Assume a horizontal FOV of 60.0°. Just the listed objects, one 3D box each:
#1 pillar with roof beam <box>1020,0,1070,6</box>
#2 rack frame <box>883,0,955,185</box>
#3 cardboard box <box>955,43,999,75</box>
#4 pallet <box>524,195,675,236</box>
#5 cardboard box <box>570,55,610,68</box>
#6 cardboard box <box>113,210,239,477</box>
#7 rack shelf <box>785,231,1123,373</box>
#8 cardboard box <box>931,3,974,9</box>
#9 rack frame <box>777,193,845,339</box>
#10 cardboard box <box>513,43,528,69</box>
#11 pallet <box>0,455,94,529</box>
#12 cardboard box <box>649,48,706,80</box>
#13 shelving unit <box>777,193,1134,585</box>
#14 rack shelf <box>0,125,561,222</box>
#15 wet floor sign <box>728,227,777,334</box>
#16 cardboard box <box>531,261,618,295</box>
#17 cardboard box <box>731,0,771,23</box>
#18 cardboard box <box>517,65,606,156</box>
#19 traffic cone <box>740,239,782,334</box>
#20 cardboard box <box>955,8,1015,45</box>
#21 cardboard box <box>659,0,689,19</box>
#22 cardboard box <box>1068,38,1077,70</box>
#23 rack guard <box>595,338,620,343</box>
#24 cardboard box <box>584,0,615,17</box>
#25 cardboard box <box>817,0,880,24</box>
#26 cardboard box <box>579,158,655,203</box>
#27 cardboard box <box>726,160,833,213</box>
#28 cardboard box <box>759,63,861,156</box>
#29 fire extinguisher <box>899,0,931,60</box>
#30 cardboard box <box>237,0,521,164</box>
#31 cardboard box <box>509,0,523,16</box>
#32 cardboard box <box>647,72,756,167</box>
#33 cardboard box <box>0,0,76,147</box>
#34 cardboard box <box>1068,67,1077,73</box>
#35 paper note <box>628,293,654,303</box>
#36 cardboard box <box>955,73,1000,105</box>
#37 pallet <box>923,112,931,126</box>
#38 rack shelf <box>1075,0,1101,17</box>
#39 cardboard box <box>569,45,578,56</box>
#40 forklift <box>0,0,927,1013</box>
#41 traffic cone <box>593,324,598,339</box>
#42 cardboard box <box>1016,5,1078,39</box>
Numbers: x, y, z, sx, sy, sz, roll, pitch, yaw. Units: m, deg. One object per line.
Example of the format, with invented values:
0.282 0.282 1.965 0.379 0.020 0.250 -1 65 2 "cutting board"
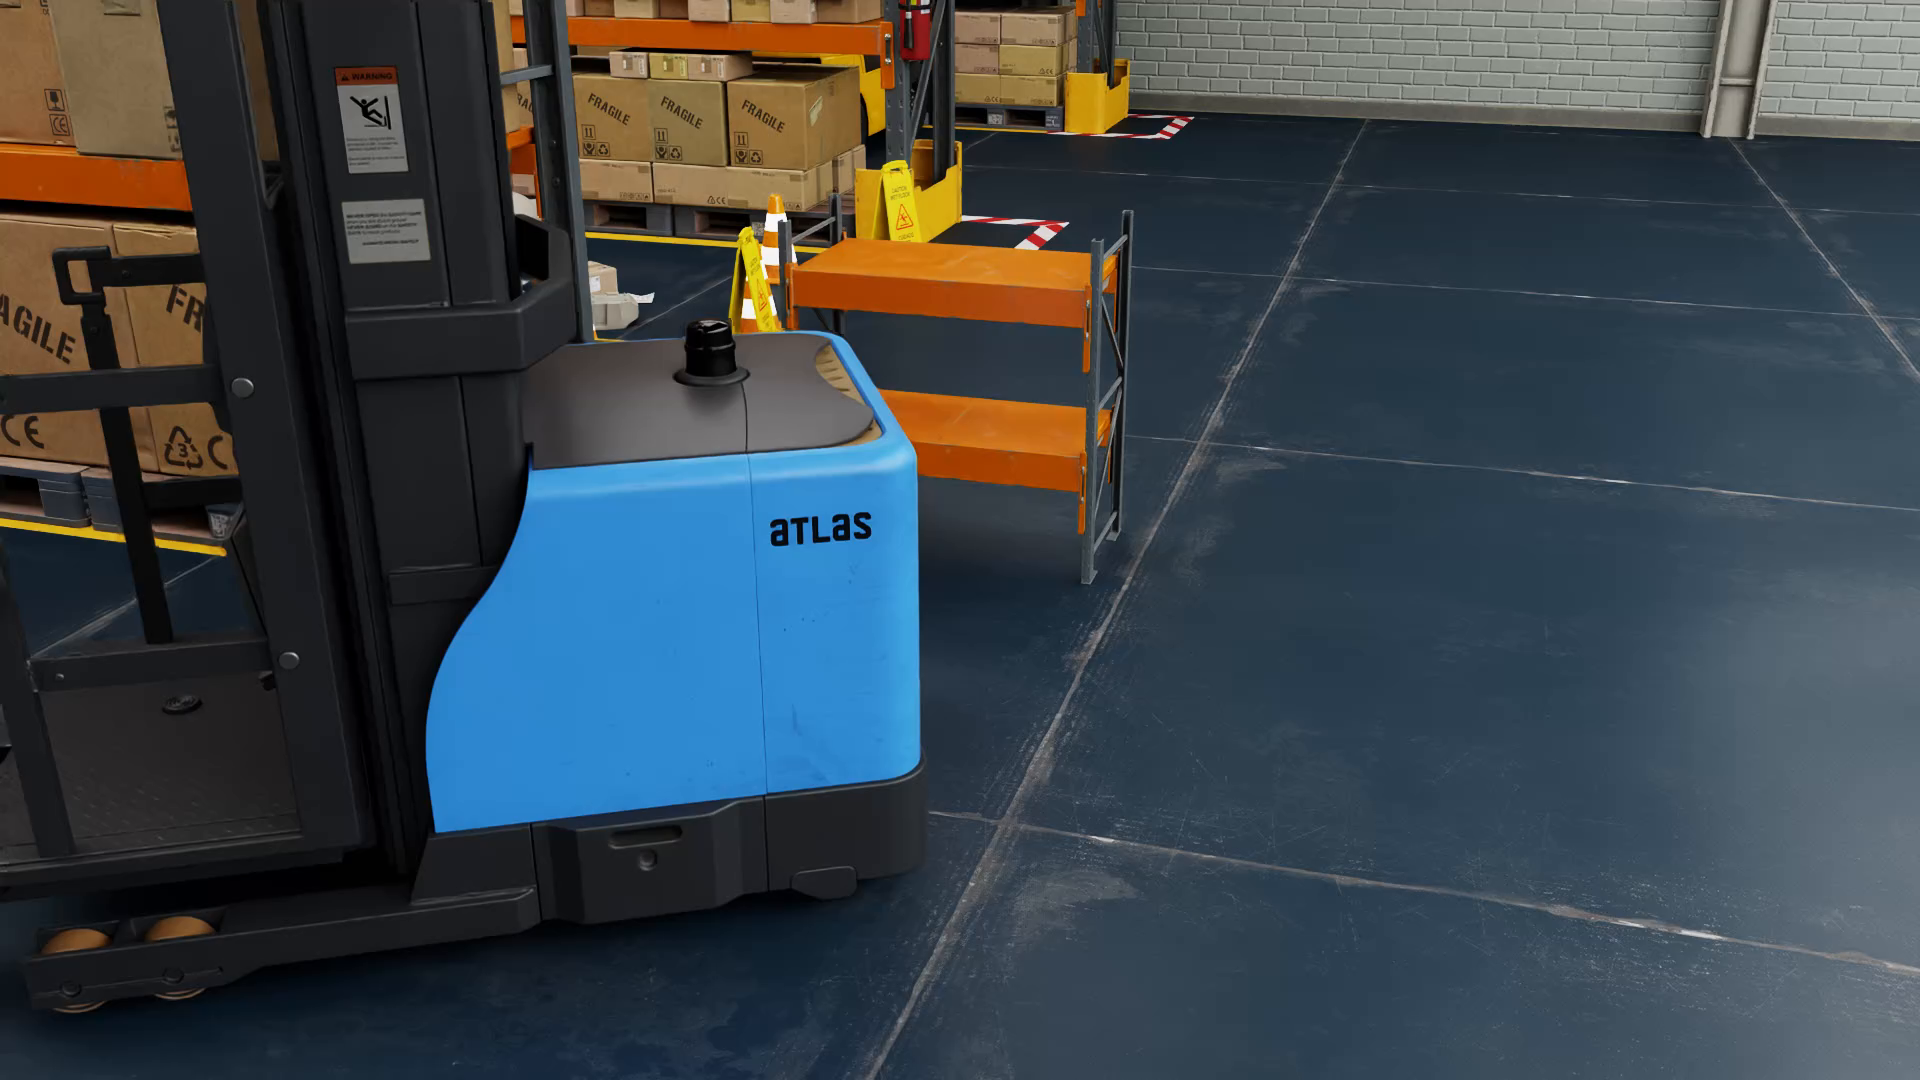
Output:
-0.453 -6.708 10.266 0.400 9.000 9.100 7 23 16 "pillar with roof beam"
-0.233 -3.289 9.836 0.127 3.000 1.000 7 23 16 "rack frame"
0.164 -4.245 14.578 0.500 0.250 0.500 6 23 15 "cardboard box"
-2.238 -2.244 10.962 1.213 0.211 1.003 7 23 16 "pallet"
-2.443 -2.919 11.015 0.500 0.500 0.500 8 24 18 "cardboard box"
-2.235 -0.741 5.871 0.875 0.875 0.875 7 23 16 "cardboard box"
-0.006 -0.792 5.447 1.000 0.278 0.538 7 23 16 "rack shelf"
-0.164 -4.711 15.056 0.500 0.250 0.500 6 23 15 "cardboard box"
-0.493 -0.577 5.694 0.032 1.125 0.500 7 23 16 "rack frame"
-2.722 -3.014 10.393 0.250 0.149 0.380 8 24 19 "cardboard box"
-3.519 -0.383 6.426 1.213 0.211 1.003 7 23 15 "pallet"
-1.686 -2.896 10.104 0.250 0.149 0.380 7 23 16 "cardboard box"
-0.006 -0.521 5.558 1.048 1.125 0.538 7 23 16 "shelving unit"
-3.481 -1.366 6.096 4.000 0.370 1.077 7 23 16 "rack shelf"
-0.967 -1.107 7.617 0.232 0.644 0.267 3 22 6 "wet floor sign"
-2.071 -1.380 8.938 0.380 0.149 0.250 -20 29 -39 "cardboard box"
-1.167 -3.160 9.851 0.250 0.149 0.380 6 23 15 "cardboard box"
-2.564 -2.722 10.535 0.500 0.500 0.500 8 24 18 "cardboard box"
-1.013 -1.253 8.216 0.334 0.463 0.336 7 23 16 "traffic cone"
0.175 -4.469 14.464 0.500 0.250 0.500 7 23 16 "cardboard box"
-1.627 -3.256 10.086 0.250 0.149 0.380 7 23 16 "cardboard box"
0.807 -4.373 14.890 0.500 0.250 0.500 7 23 16 "cardboard box"
-1.543 -0.320 5.892 0.348 0.500 1.175 7 23 16 "rack guard"
-2.111 -3.311 10.220 0.250 0.149 0.380 7 23 16 "cardboard box"
-0.653 -3.136 9.794 0.250 0.149 0.380 7 23 17 "cardboard box"
-2.081 -2.317 10.536 0.500 0.250 0.500 6 23 14 "cardboard box"
-1.108 -2.205 10.262 0.500 0.250 0.500 6 23 15 "cardboard box"
-0.949 -2.750 10.602 0.500 0.500 0.500 6 23 14 "cardboard box"
-0.257 -3.073 9.412 0.183 0.674 0.296 7 23 16 "fire extinguisher"
-1.935 -1.573 5.455 0.550 0.550 0.875 7 23 16 "cardboard box"
-2.632 -3.317 10.234 0.250 0.149 0.380 7 23 16 "cardboard box"
-1.576 -2.607 10.255 0.500 0.500 0.500 7 23 17 "cardboard box"
-2.967 -1.733 5.844 0.550 0.550 0.875 7 23 16 "cardboard box"
0.783 -4.140 14.980 0.500 0.250 0.500 7 23 16 "cardboard box"
-1.713 -1.296 8.889 0.142 0.019 0.148 -1 22 -3 "paper note"
0.182 -4.010 14.663 0.500 0.250 0.500 7 23 15 "cardboard box"
-0.712 -4.006 15.258 1.213 0.211 1.003 7 23 15 "pallet"
-0.718 -4.979 14.905 4.000 0.370 1.077 7 23 16 "rack shelf"
-3.876 -4.768 16.017 0.625 0.625 0.875 6 23 15 "cardboard box"
-1.649 -0.607 3.388 3.031 2.935 1.130 -5 23 -12 "forklift"
-1.665 -0.880 7.306 0.334 0.463 0.336 7 23 16 "traffic cone"
0.791 -4.599 14.782 0.500 0.250 0.500 6 23 15 "cardboard box"
